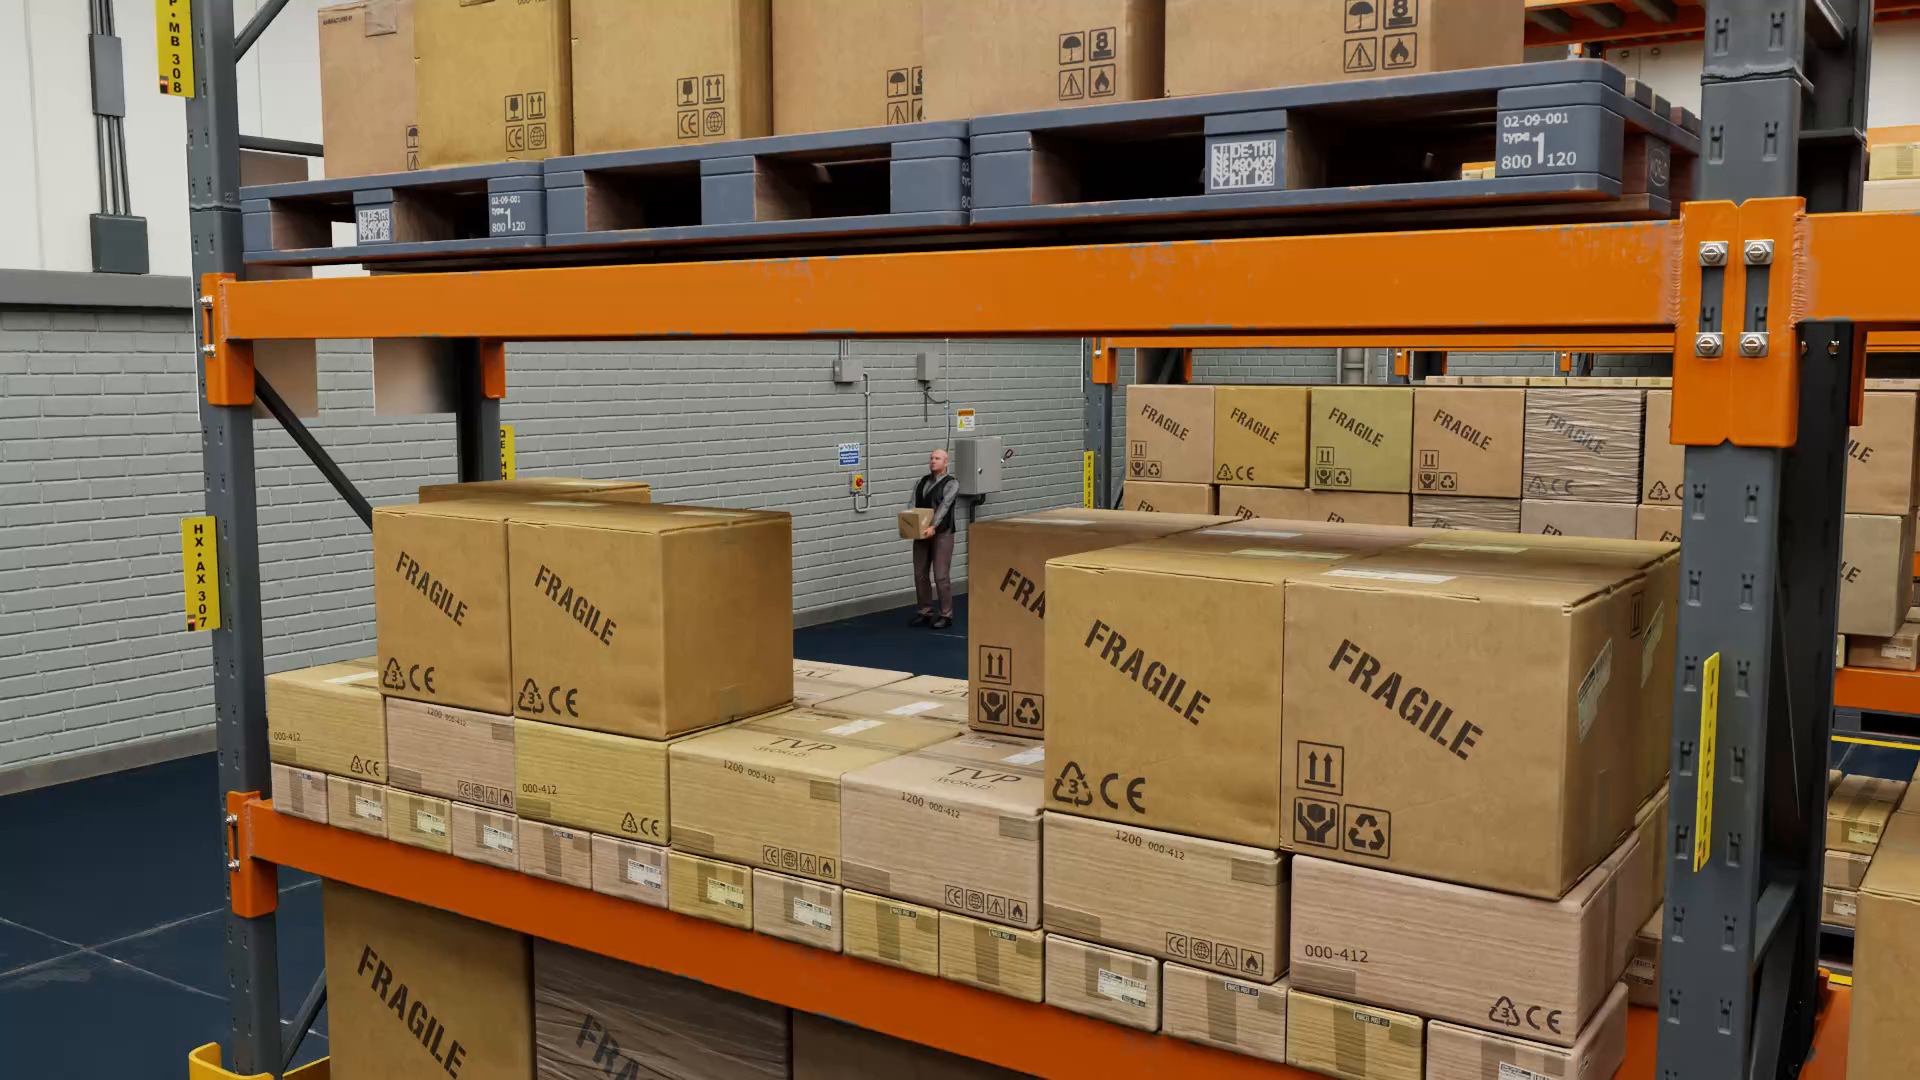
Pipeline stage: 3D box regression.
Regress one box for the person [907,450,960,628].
[{"bbox_3d":[-0.296,-0.010,16.013,0.494,1.711,0.560,4,8,34],"label":"person"}]
